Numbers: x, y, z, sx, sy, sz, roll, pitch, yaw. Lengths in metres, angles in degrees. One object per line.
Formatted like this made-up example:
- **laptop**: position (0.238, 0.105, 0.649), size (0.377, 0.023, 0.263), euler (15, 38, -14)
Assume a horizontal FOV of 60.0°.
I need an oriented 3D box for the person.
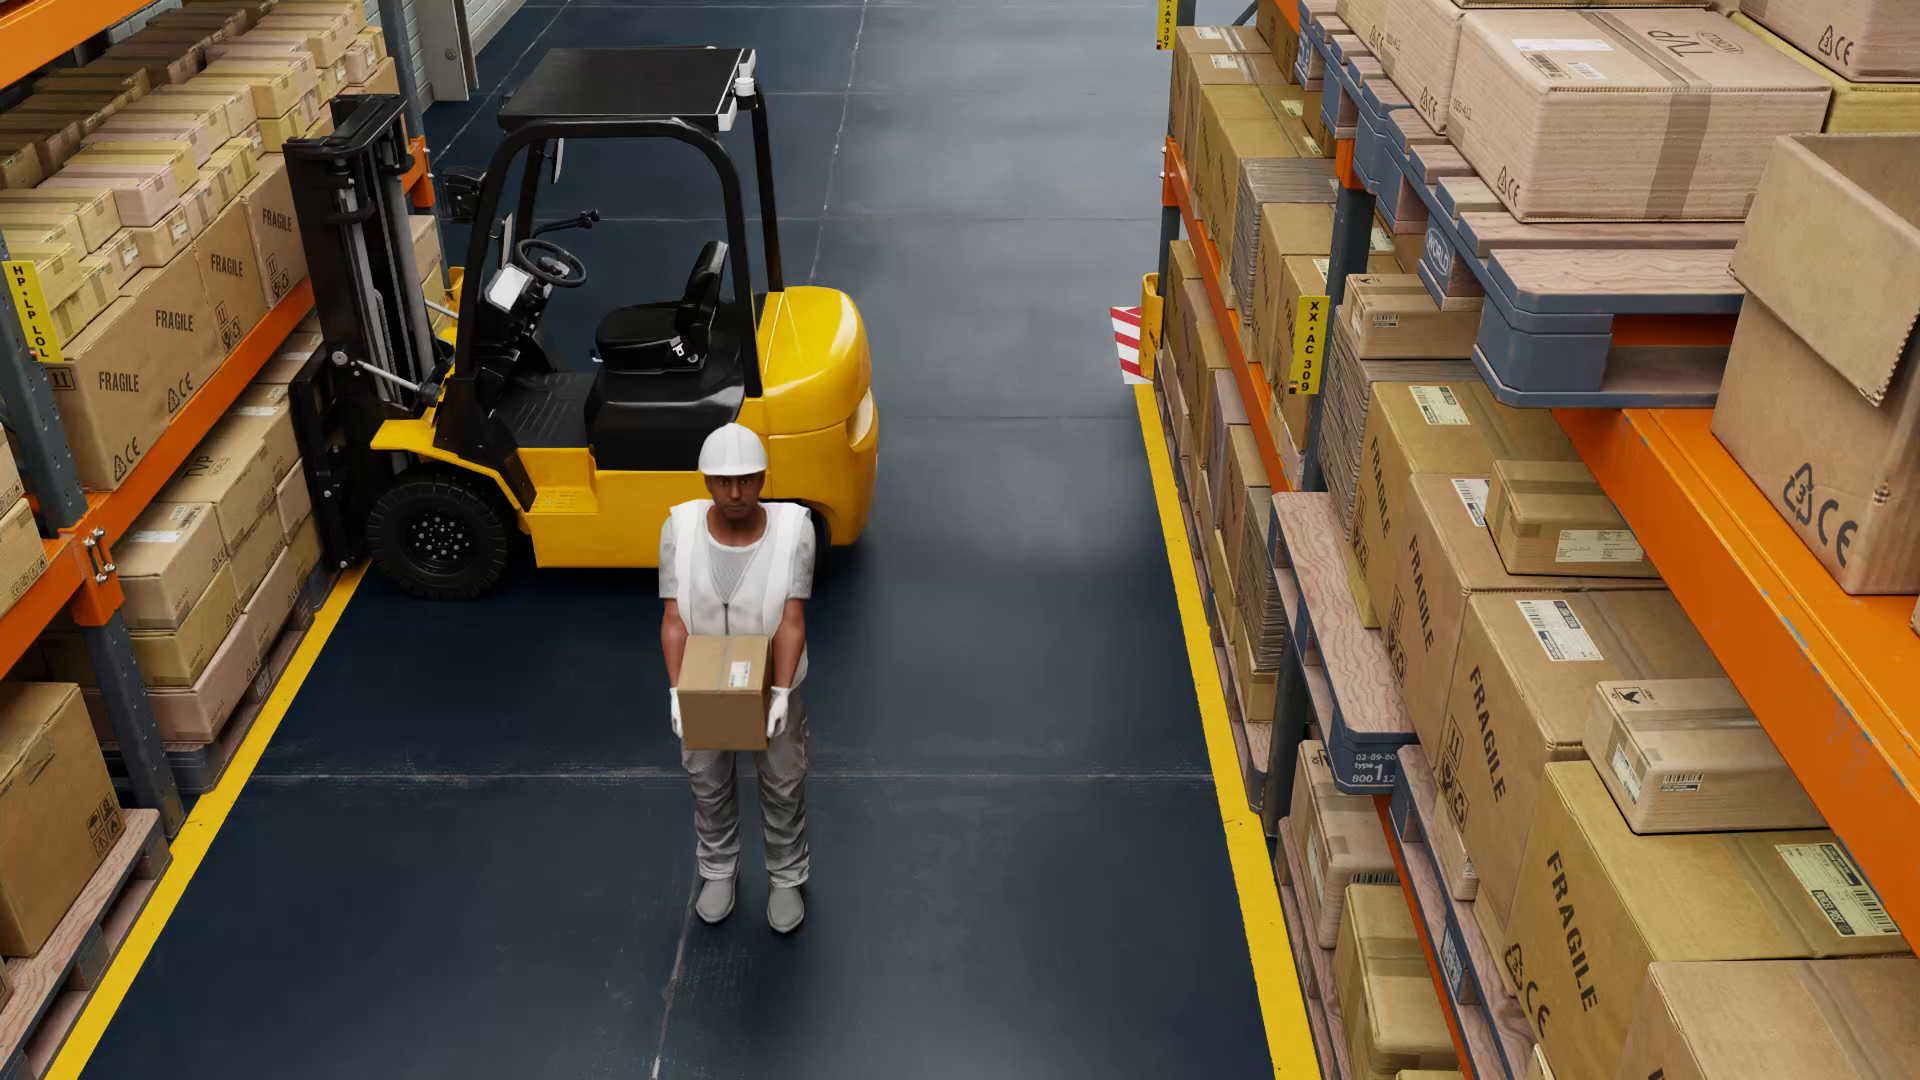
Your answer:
- **person**: position (-0.692, 0.508, 5.284), size (0.487, 1.777, 0.584), euler (0, 31, 0)
